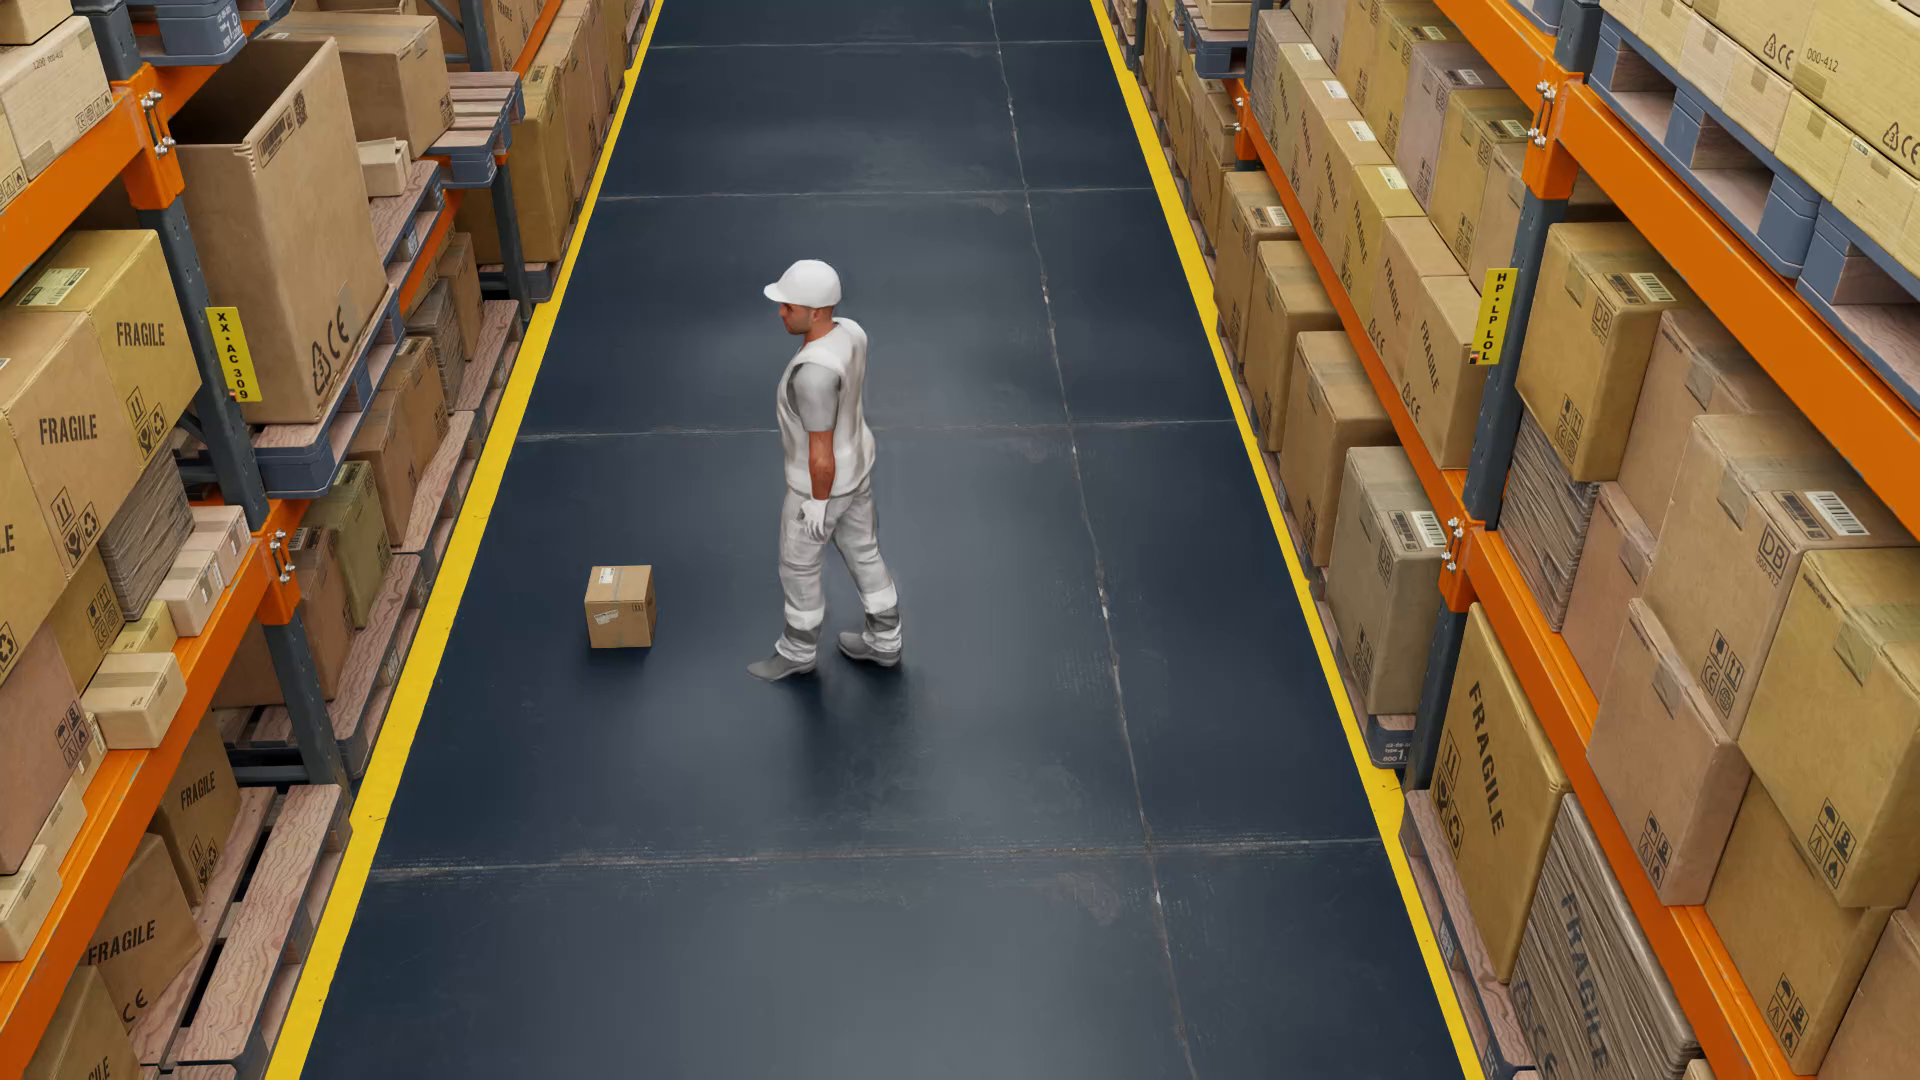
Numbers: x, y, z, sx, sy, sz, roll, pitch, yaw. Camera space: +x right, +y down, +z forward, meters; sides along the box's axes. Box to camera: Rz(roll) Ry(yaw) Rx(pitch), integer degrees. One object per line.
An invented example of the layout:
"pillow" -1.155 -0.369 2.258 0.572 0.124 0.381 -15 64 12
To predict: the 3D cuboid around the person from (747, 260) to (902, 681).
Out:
"person" -0.532 -0.246 6.483 0.609 1.821 0.577 11 36 15
